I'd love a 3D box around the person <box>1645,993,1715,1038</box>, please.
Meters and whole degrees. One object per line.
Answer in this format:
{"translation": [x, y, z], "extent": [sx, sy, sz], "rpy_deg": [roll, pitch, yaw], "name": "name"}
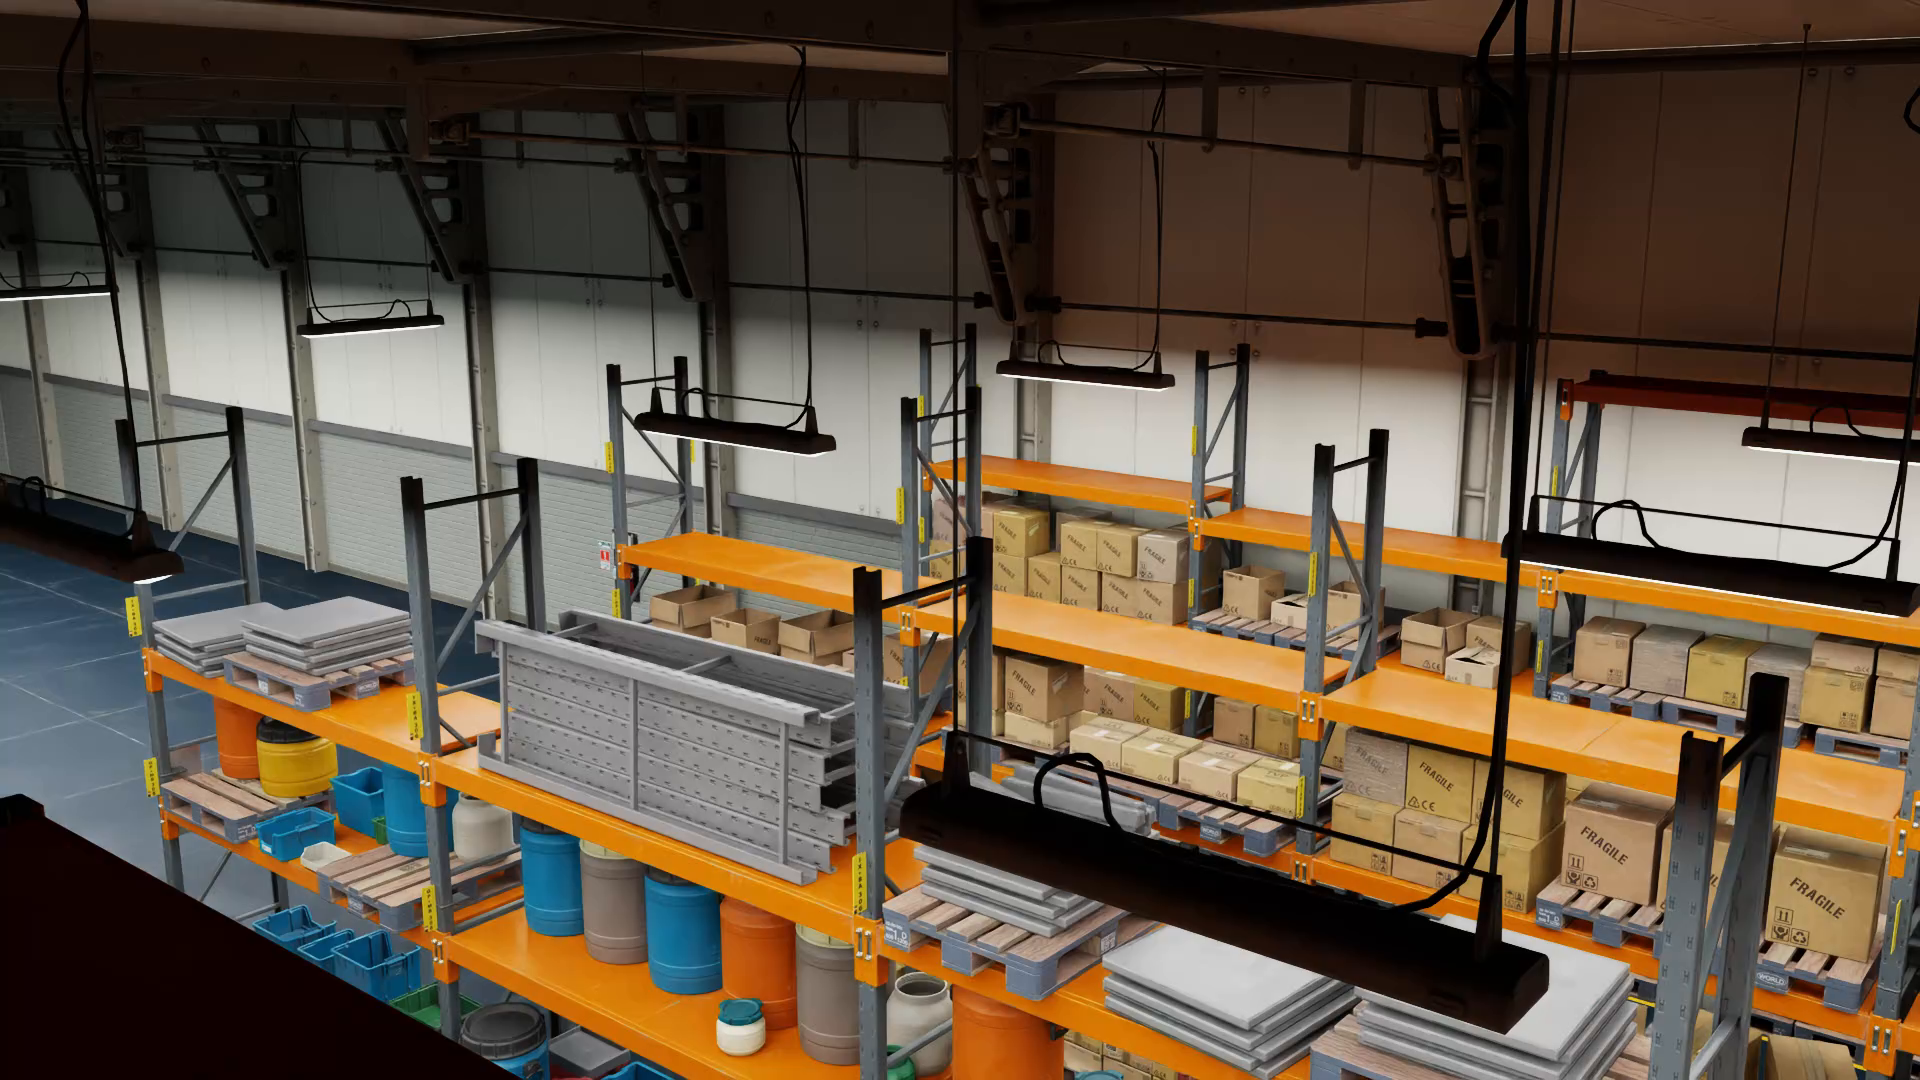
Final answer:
{"translation": [6.516, 3.973, 14.865], "extent": [1.044, 1.600, 0.470], "rpy_deg": [7, 15, 29], "name": "person"}
